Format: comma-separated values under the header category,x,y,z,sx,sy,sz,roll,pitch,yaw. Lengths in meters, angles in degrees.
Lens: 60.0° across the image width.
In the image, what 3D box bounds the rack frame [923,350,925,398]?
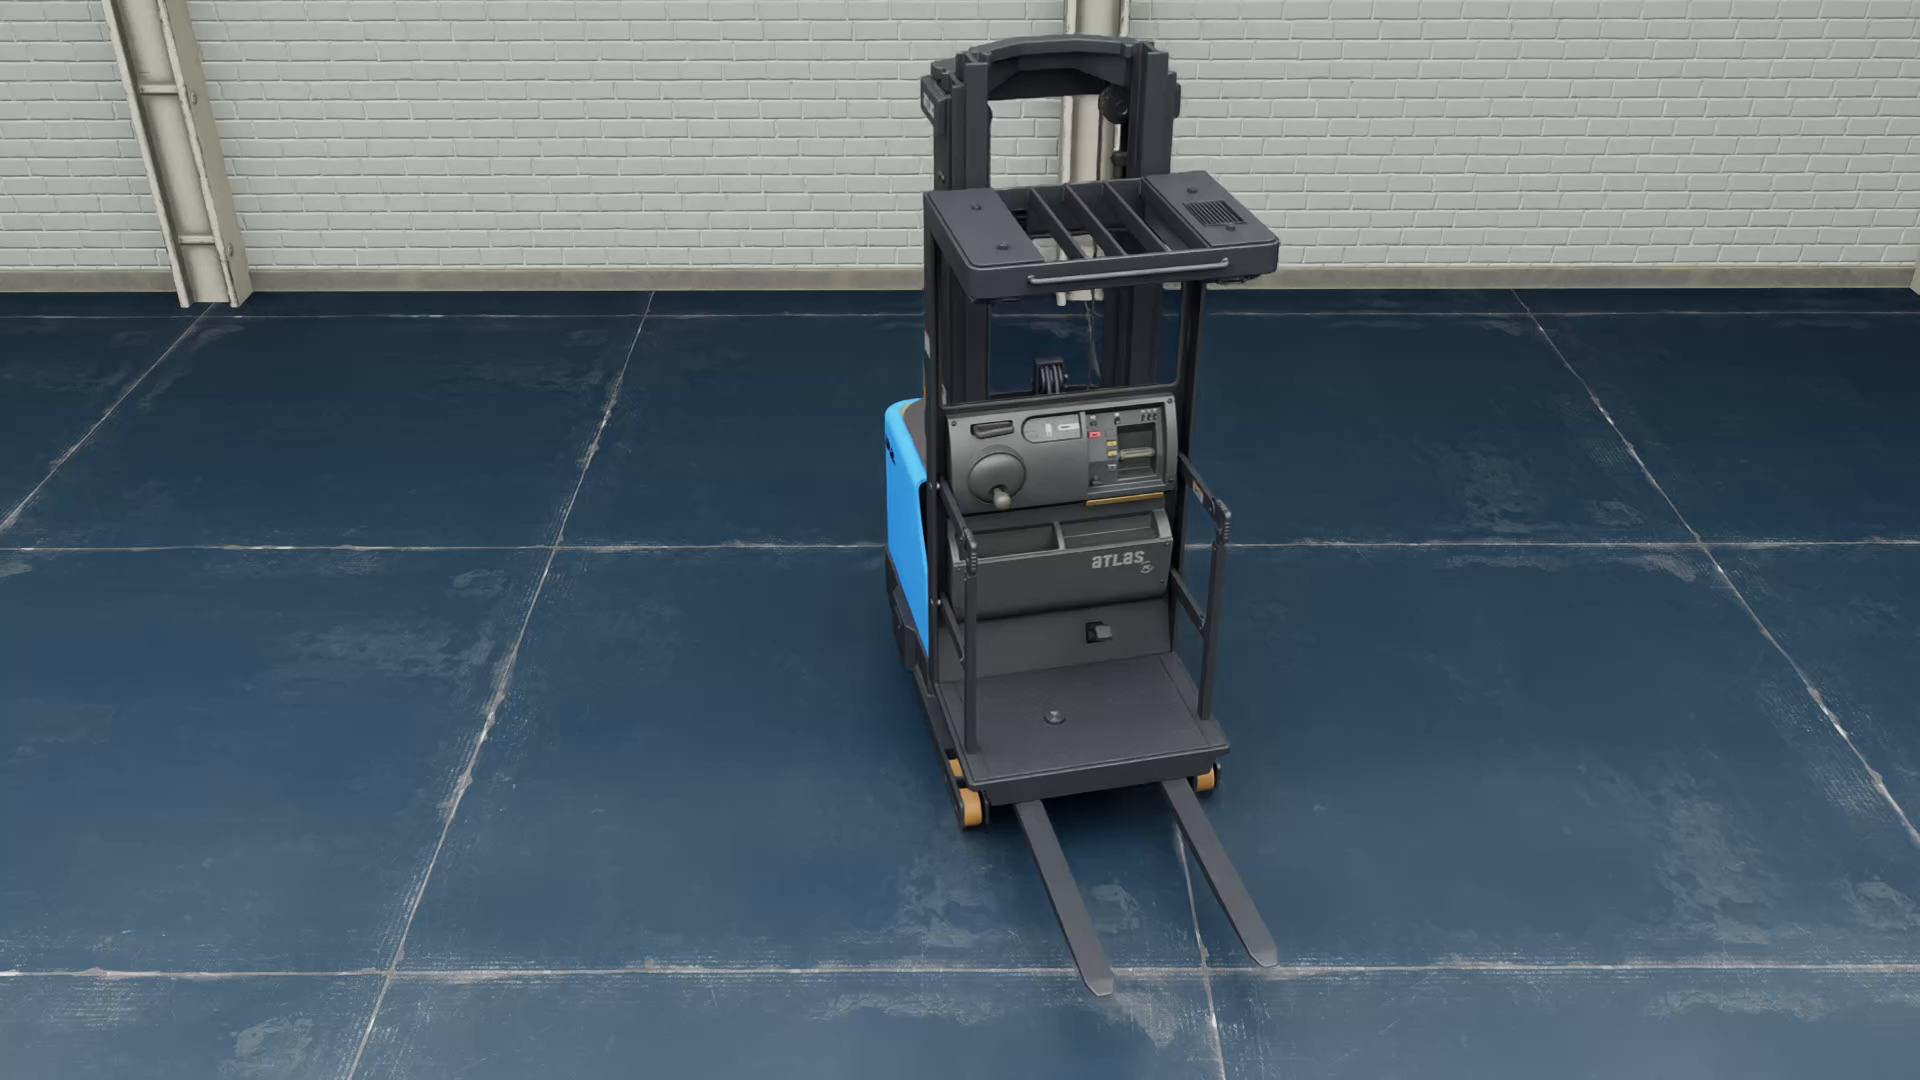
category,x,y,z,sx,sy,sz,roll,pitch,yaw
rack frame,-0.176,-0.448,8.477,0.008,1.050,0.200,0,31,0

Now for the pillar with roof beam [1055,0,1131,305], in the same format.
category,x,y,z,sx,sy,sz,roll,pitch,yaw
pillar with roof beam,0.891,-3.306,5.523,0.400,9.000,9.100,0,31,0

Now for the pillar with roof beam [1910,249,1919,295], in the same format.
category,x,y,z,sx,sy,sz,roll,pitch,yaw
pillar with roof beam,6.891,-3.324,5.554,0.400,9.000,9.100,0,31,0

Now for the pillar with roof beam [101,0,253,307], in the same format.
category,x,y,z,sx,sy,sz,roll,pitch,yaw
pillar with roof beam,-5.109,-3.287,5.492,0.400,9.000,9.100,0,31,0

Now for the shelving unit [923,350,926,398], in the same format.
category,x,y,z,sx,sy,sz,roll,pitch,yaw
shelving unit,-0.054,-0.449,8.477,0.252,1.050,0.215,0,31,0

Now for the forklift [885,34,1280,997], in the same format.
category,x,y,z,sx,sy,sz,roll,pitch,yaw
forklift,0.462,-0.294,6.409,1.130,2.935,3.031,-7,32,-11
